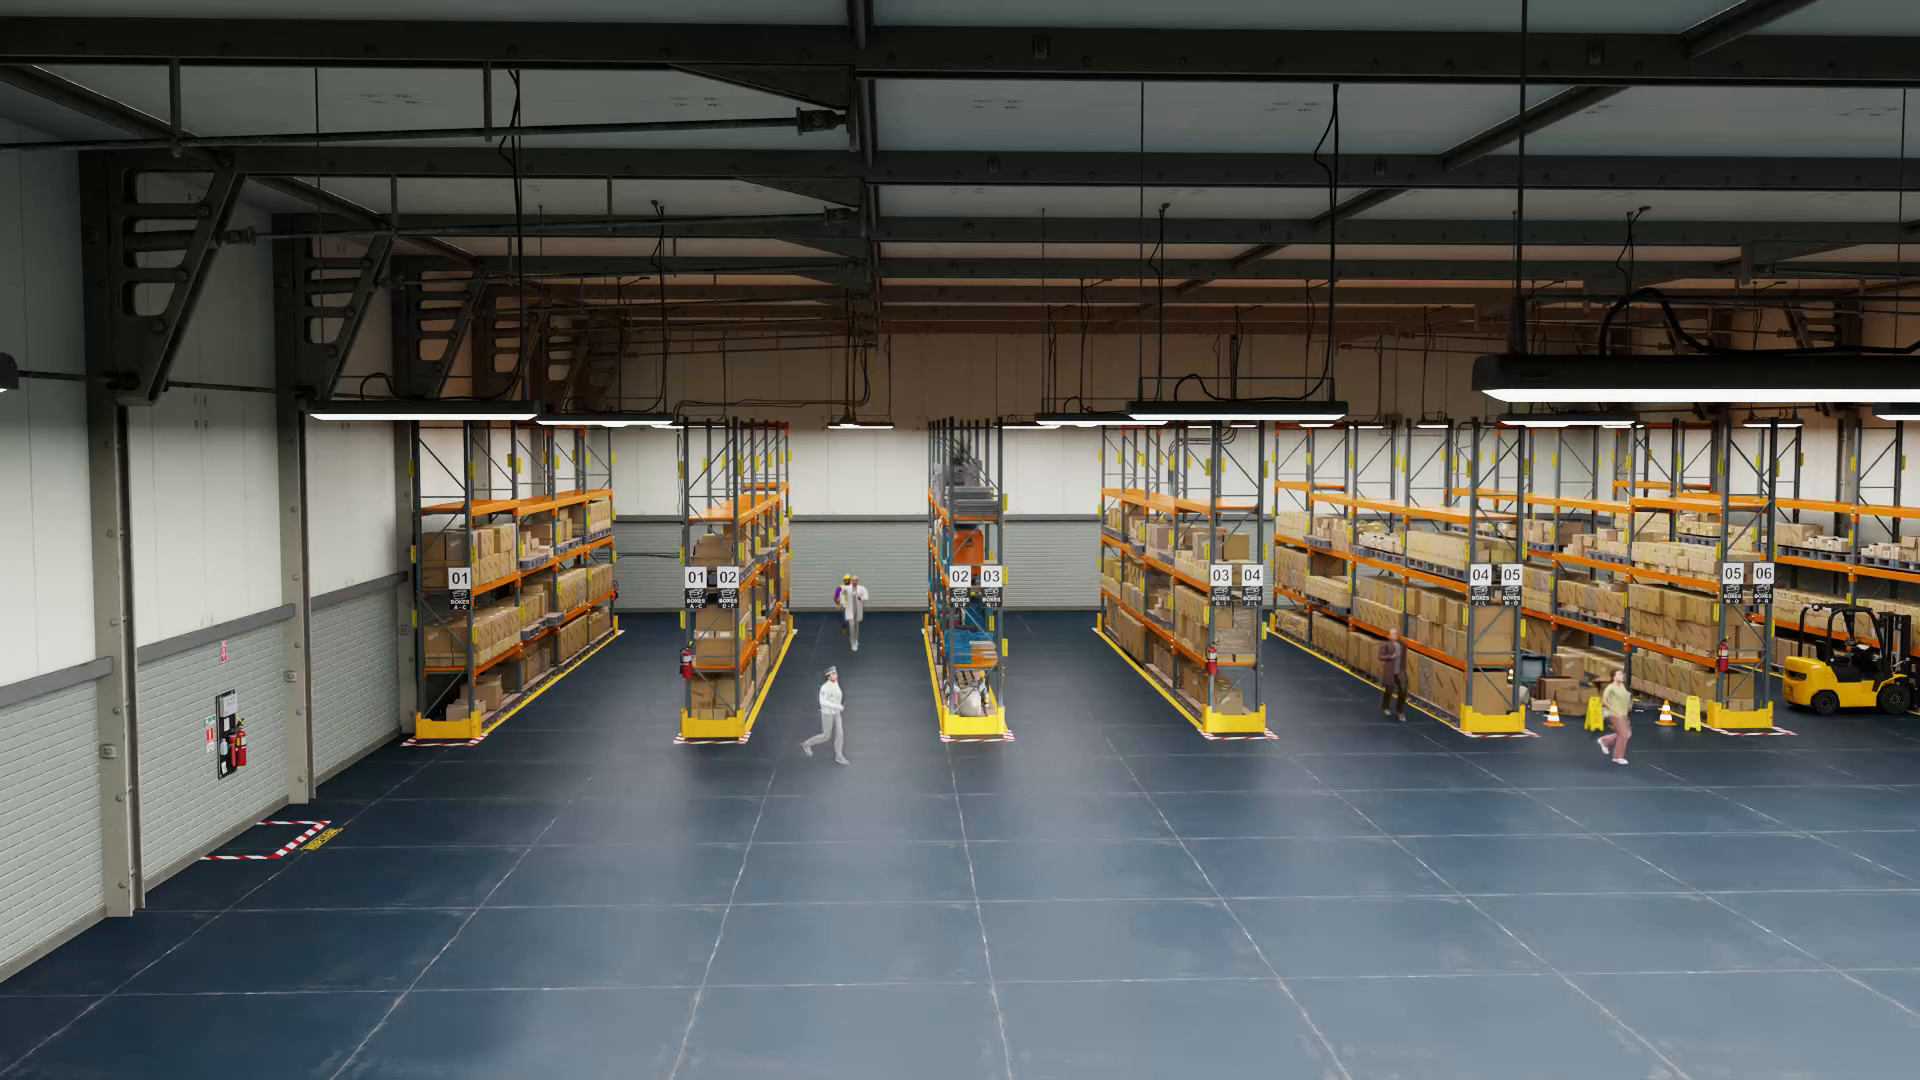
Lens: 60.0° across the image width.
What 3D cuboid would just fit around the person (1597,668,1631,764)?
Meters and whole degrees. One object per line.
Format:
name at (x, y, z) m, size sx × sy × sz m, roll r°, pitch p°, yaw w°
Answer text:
person at (11.337, 3.033, 28.823) m, size 0.577 × 1.642 × 0.580 m, roll -3°, pitch 5°, yaw -38°

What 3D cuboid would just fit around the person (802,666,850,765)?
person at (-2.280, 3.014, 28.752) m, size 0.867 × 1.702 × 0.625 m, roll 2°, pitch 4°, yaw 27°

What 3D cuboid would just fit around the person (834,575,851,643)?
person at (-2.905, 1.763, 43.042) m, size 0.702 × 1.745 × 0.741 m, roll -1°, pitch 4°, yaw -17°

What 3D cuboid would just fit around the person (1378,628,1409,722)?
person at (8.629, 2.673, 33.076) m, size 0.687 × 1.844 × 0.814 m, roll -1°, pitch 4°, yaw -8°

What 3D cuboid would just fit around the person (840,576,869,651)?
person at (-2.635, 1.803, 41.599) m, size 0.680 × 1.827 × 0.929 m, roll -1°, pitch 4°, yaw -12°
